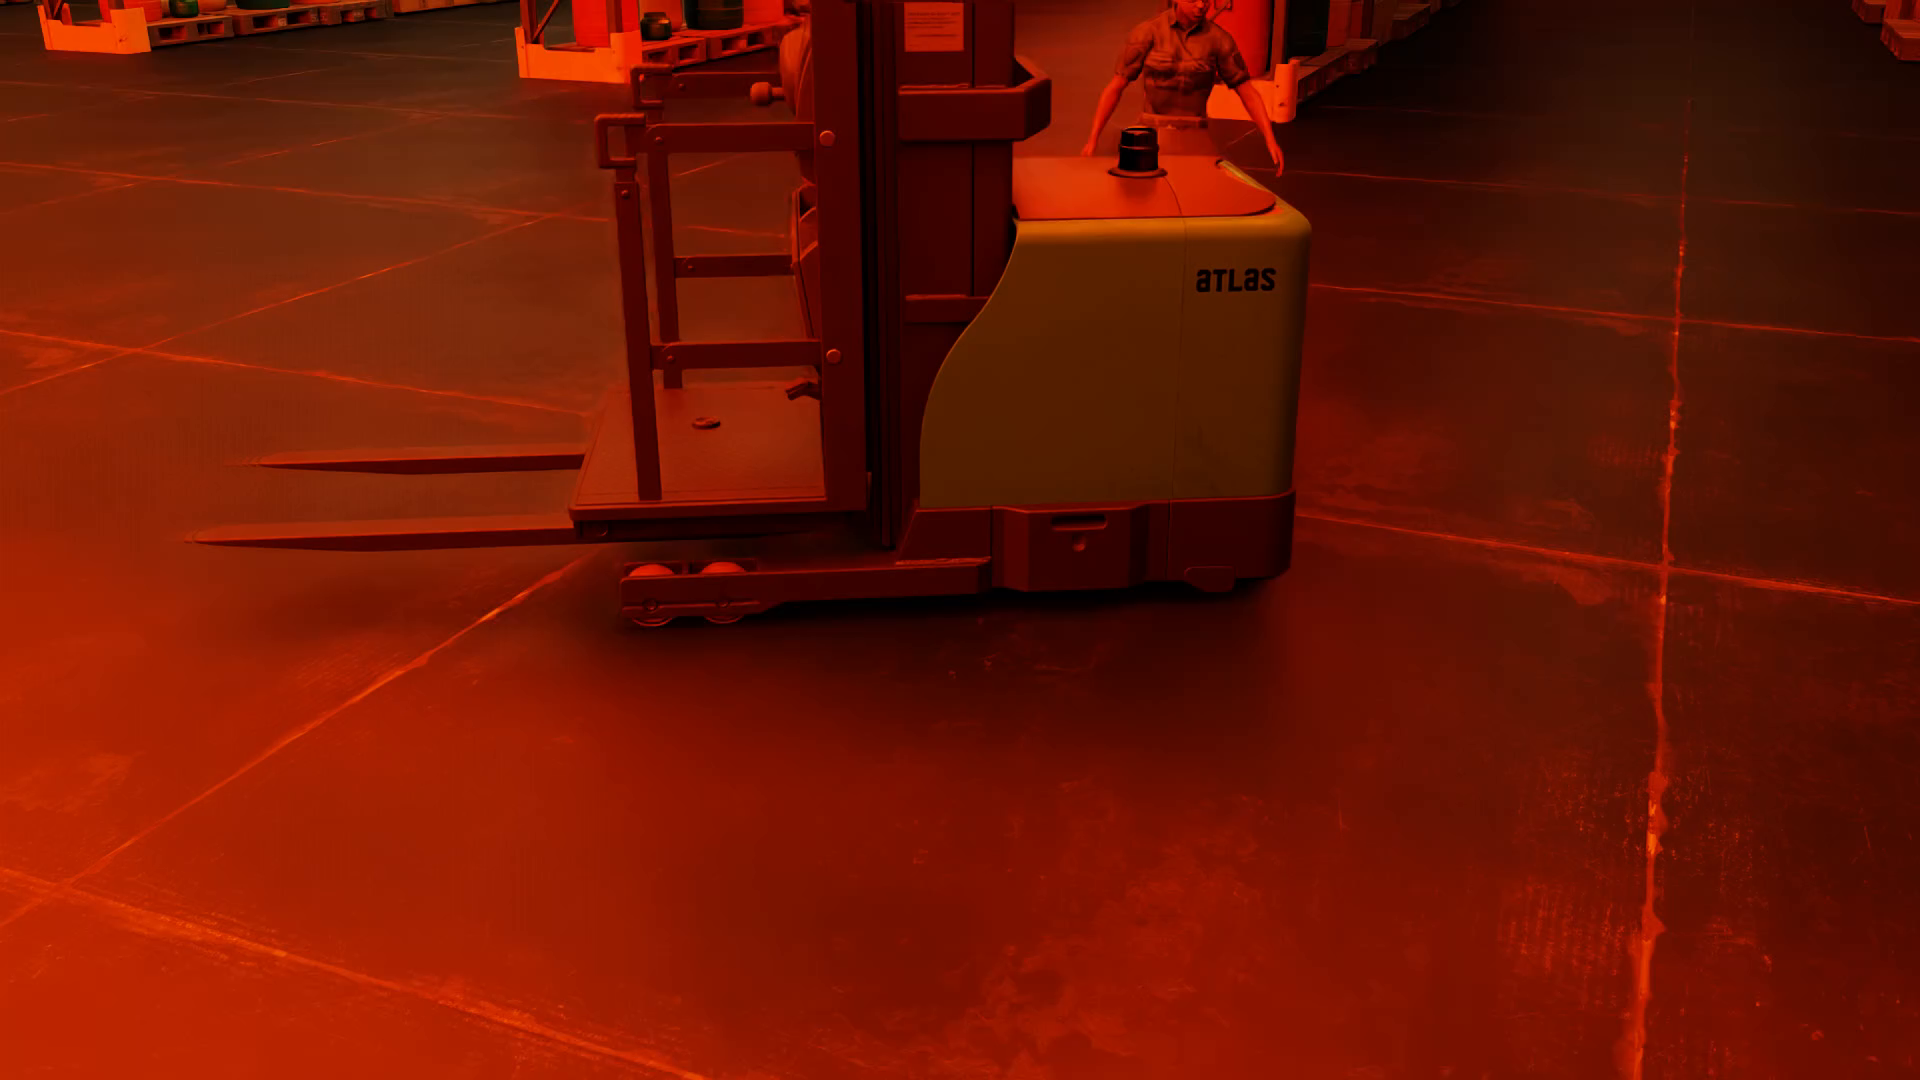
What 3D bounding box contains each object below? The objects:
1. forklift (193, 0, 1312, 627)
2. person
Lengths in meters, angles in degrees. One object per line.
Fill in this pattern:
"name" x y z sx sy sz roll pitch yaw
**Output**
"forklift" -0.608 -1.330 4.473 3.031 2.935 1.130 -2 23 -5
"person" 0.959 -1.720 7.250 0.863 1.549 0.614 0 23 1
